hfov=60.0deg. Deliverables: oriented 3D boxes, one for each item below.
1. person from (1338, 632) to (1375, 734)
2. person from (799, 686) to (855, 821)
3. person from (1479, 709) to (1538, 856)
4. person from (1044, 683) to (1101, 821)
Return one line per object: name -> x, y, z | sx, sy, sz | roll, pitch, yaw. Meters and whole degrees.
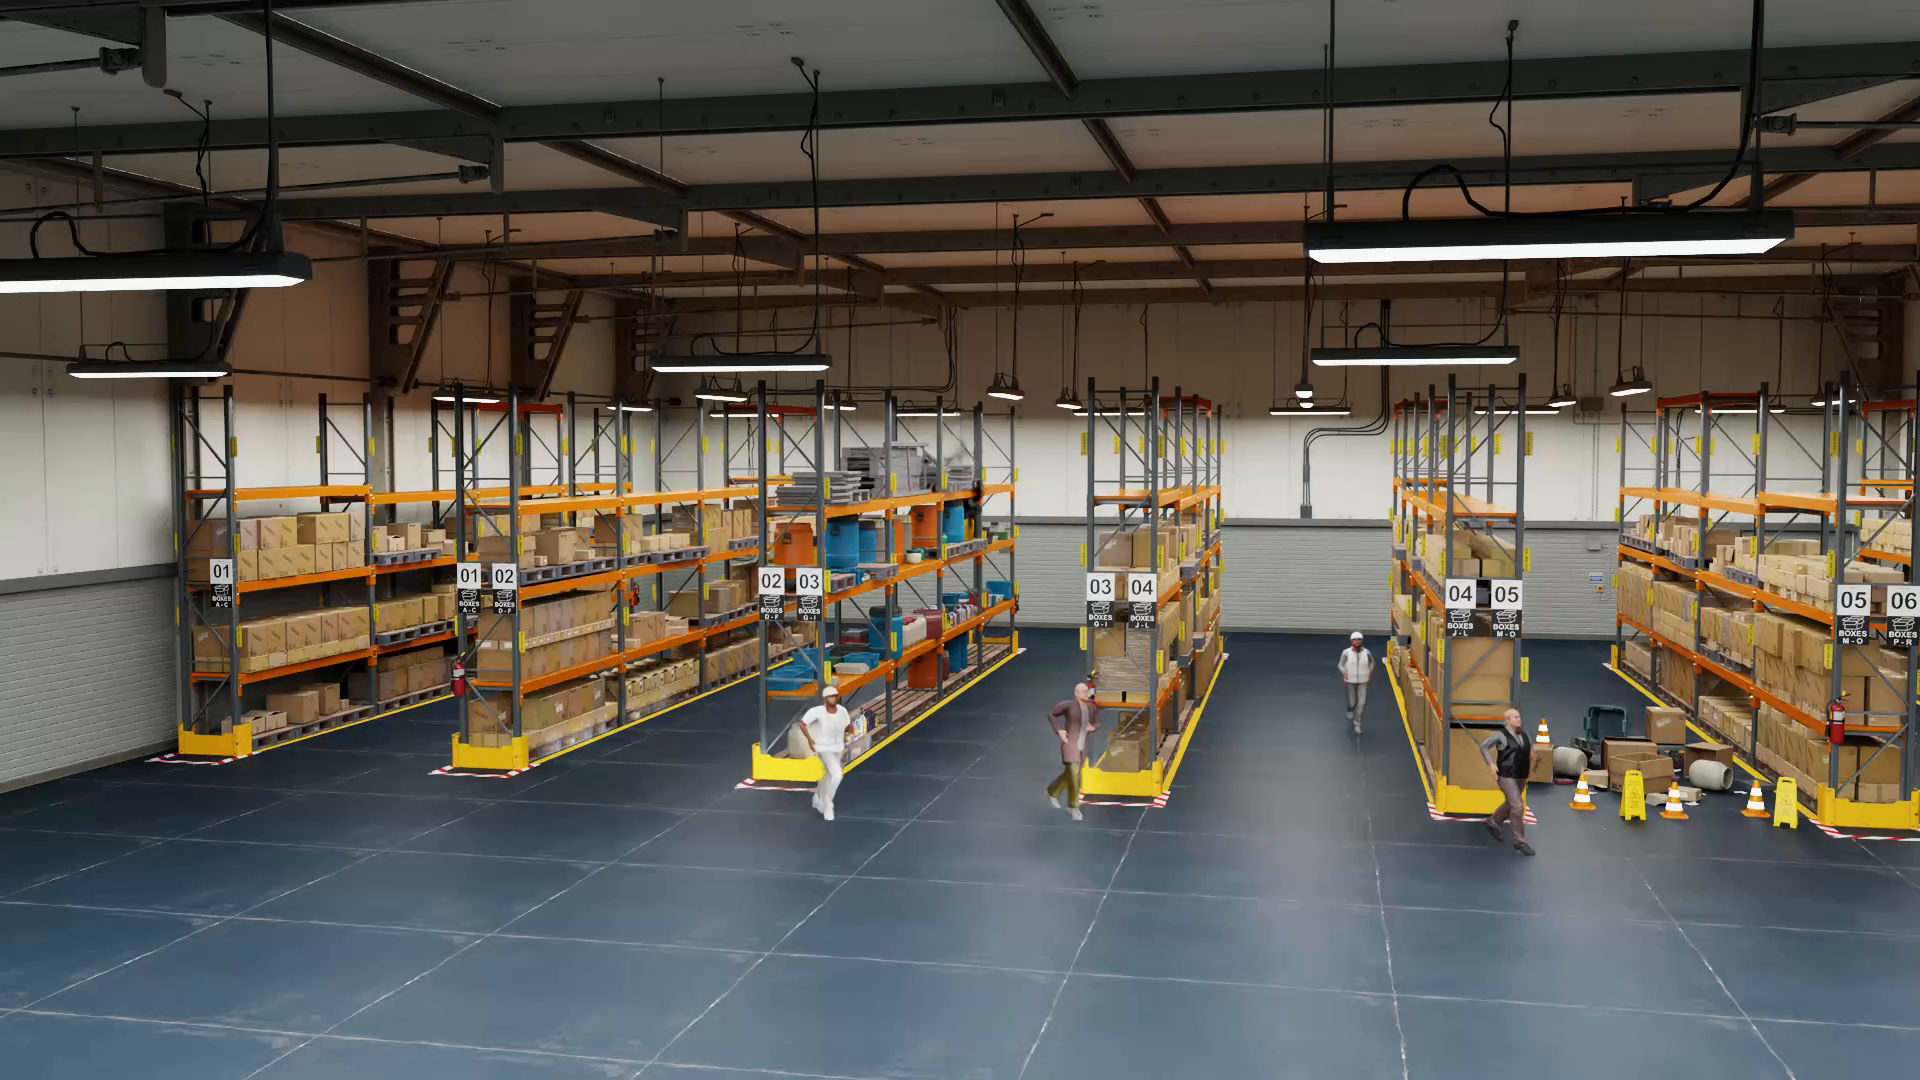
person -> 7.014, 2.498, 29.397 | 0.661, 1.758, 0.792 | 0, 3, 7
person -> -1.743, 2.880, 22.495 | 0.655, 1.822, 0.747 | -3, 4, -43
person -> 6.841, 2.960, 20.613 | 0.647, 1.733, 0.904 | -2, 4, -29
person -> 1.573, 2.864, 22.768 | 0.693, 1.823, 0.933 | -2, 4, -35
